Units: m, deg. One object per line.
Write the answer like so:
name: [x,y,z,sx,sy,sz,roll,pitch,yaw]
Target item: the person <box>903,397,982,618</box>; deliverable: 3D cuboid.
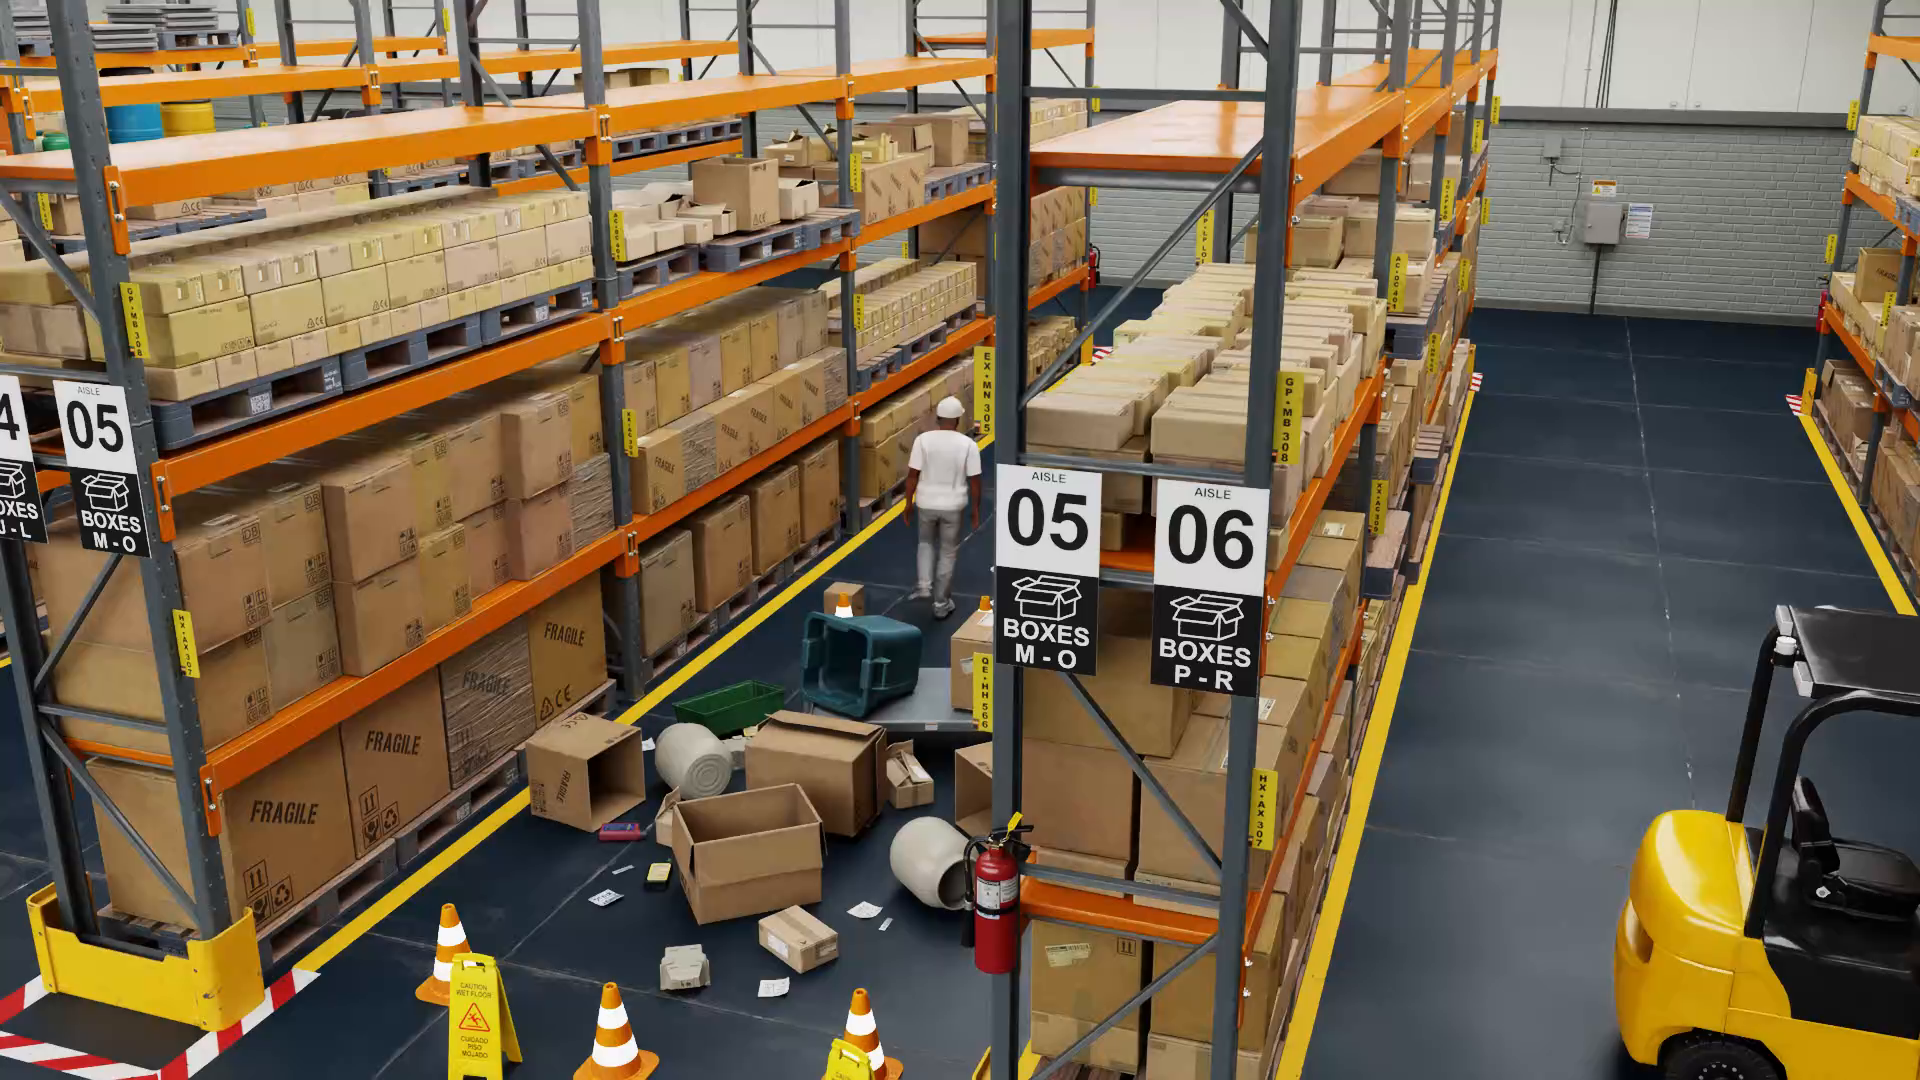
person: [-0.133,-0.266,13.279,0.616,1.754,0.495,3,19,9]
